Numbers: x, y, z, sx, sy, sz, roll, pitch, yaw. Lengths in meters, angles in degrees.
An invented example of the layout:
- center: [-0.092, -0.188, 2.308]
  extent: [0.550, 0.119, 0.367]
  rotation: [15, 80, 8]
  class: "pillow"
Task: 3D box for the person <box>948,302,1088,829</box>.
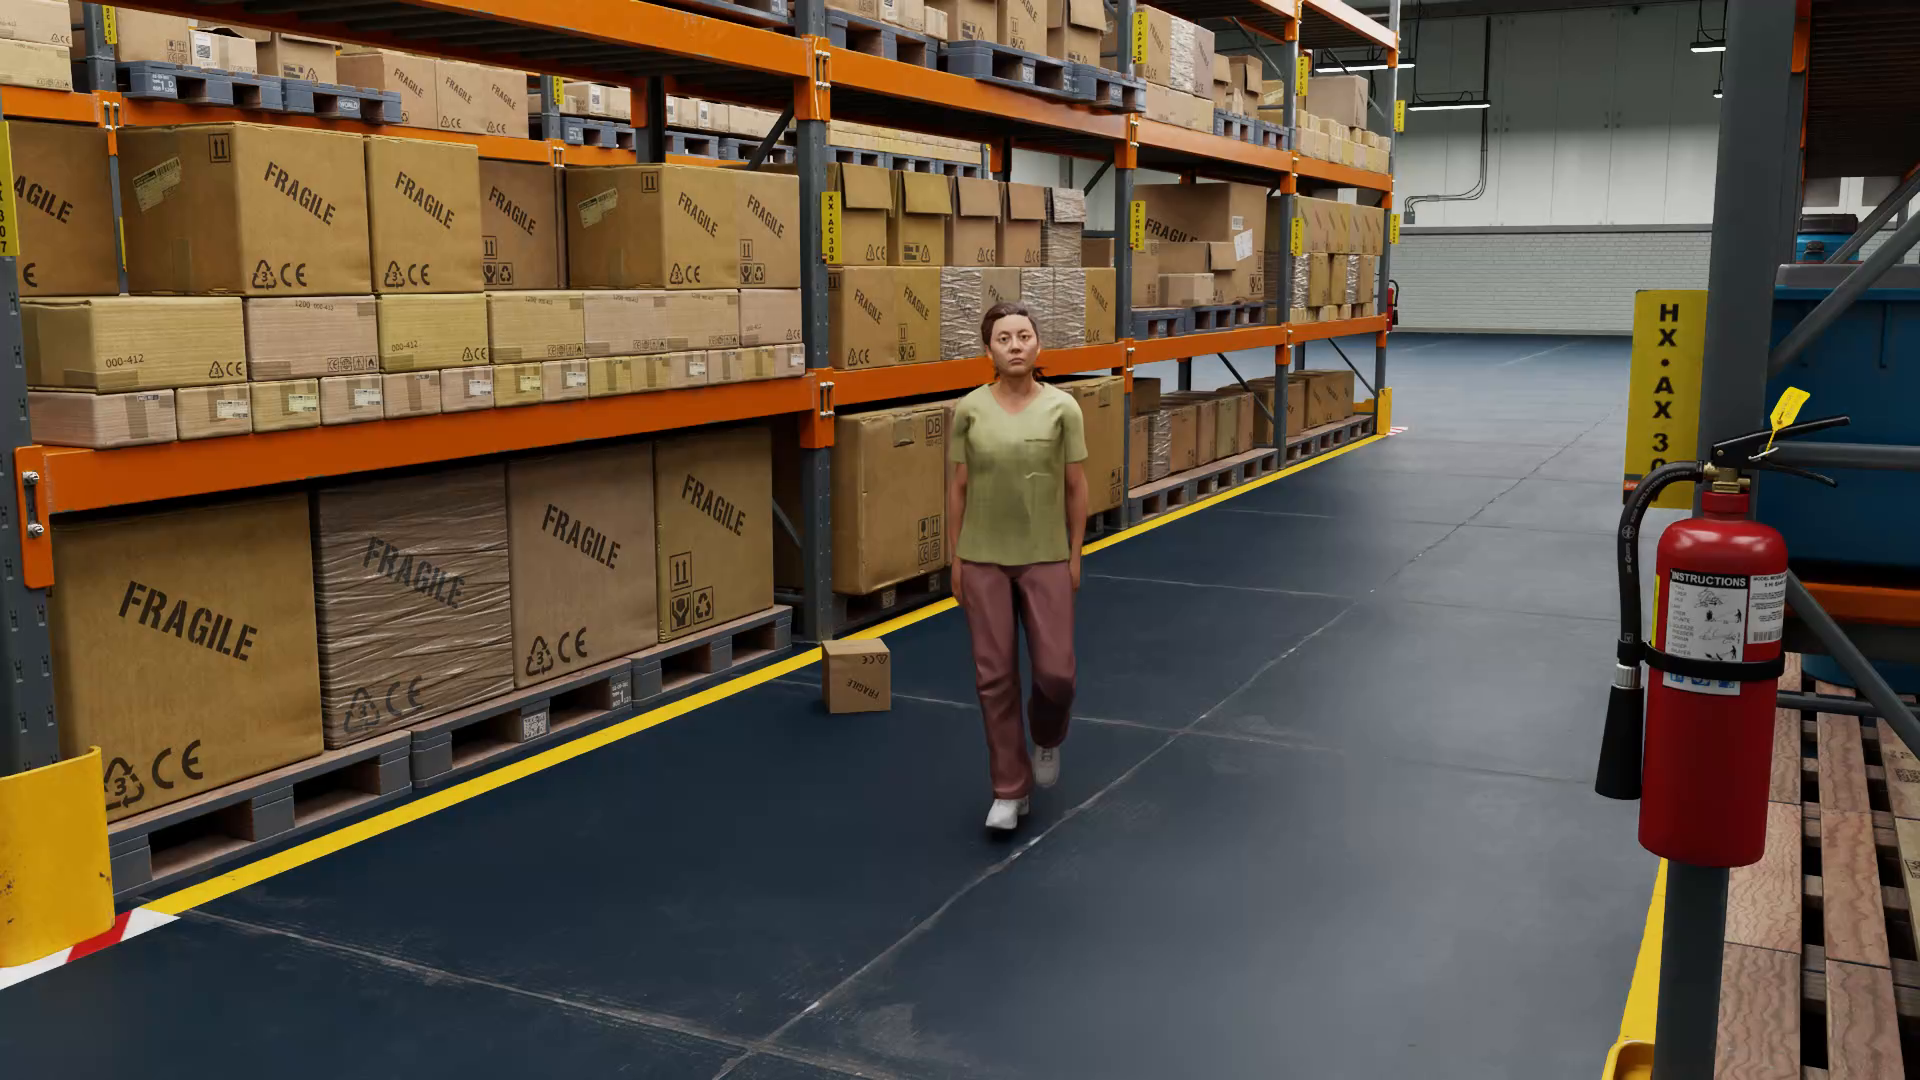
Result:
- center: [0.183, 0.069, 5.330]
  extent: [0.445, 1.652, 0.553]
  rotation: [1, 9, 7]
  class: "person"
